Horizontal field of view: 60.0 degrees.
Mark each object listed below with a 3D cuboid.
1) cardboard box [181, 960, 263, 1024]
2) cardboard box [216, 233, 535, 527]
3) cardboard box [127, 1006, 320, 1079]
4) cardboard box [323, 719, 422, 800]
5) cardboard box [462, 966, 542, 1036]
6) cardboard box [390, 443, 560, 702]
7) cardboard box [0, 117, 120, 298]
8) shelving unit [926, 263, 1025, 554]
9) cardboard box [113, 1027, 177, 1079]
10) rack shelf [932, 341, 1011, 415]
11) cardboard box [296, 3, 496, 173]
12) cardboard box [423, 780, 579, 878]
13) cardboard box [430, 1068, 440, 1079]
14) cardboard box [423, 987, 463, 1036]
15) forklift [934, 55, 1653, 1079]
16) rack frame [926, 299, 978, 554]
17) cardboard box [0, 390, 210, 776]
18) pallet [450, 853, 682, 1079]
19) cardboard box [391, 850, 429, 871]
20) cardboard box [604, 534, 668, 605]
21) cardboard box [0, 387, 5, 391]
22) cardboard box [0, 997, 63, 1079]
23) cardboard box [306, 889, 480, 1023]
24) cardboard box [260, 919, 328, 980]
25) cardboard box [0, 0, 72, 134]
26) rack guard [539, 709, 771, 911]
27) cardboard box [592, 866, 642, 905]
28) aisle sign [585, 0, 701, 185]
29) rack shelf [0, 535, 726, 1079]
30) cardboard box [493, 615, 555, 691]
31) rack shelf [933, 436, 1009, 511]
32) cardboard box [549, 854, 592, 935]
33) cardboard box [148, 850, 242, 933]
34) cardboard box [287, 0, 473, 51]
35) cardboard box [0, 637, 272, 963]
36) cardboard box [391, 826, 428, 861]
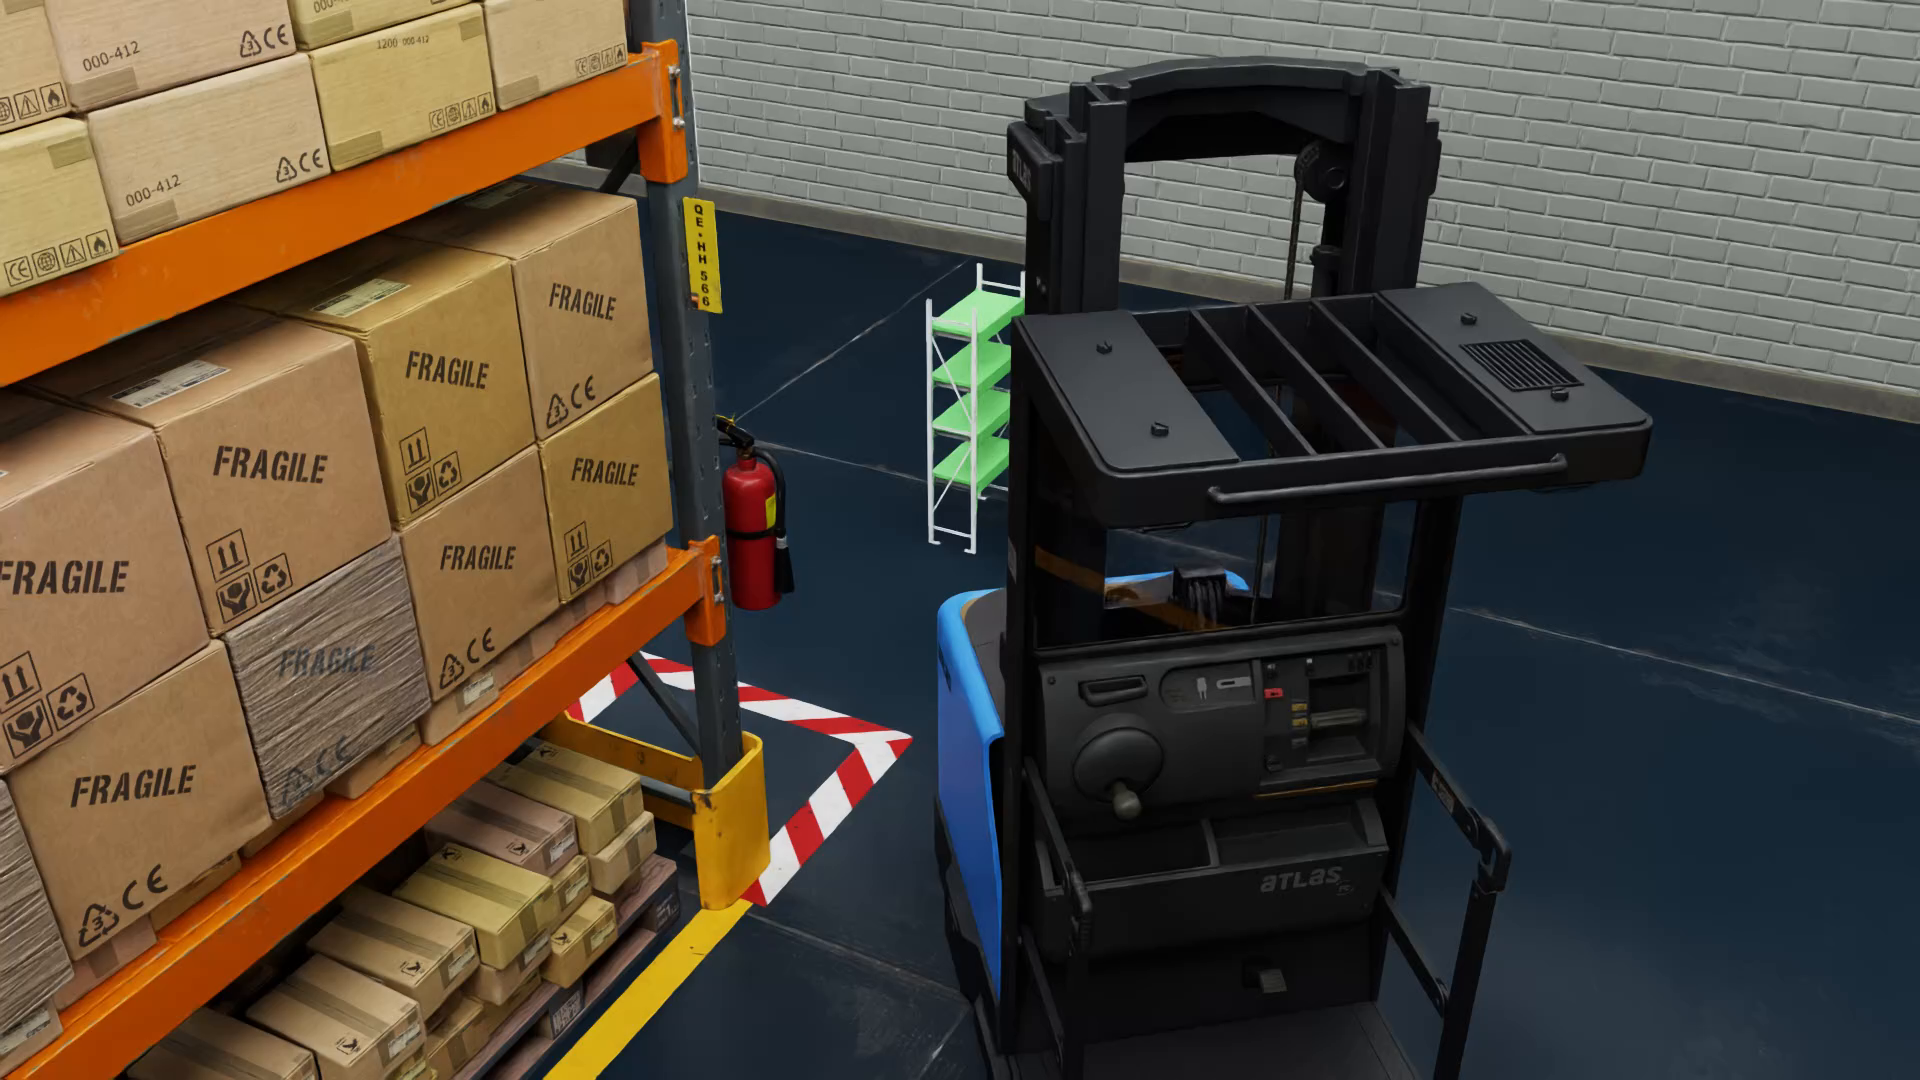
[{"bbox_3d":[-2.164,1.146,4.586,0.380,0.149,0.250,16,33,25],"label":"cardboard box"},{"bbox_3d":[-1.419,-0.409,4.047,0.500,0.500,0.500,13,32,22],"label":"cardboard box"},{"bbox_3d":[-1.853,1.367,4.201,0.380,0.149,0.250,13,32,22],"label":"cardboard box"},{"bbox_3d":[-1.588,0.476,4.162,0.380,0.149,0.250,13,32,21],"label":"cardboard box"},{"bbox_3d":[-1.480,1.283,4.946,0.380,0.149,0.250,14,33,23],"label":"cardboard box"},{"bbox_3d":[-1.416,0.026,4.294,0.500,0.500,0.500,14,33,22],"label":"cardboard box"},{"bbox_3d":[-1.862,-0.576,2.880,0.500,0.250,0.500,16,33,25],"label":"cardboard box"},{"bbox_3d":[0.075,-0.594,7.579,0.258,1.200,0.503,14,33,23],"label":"shelving unit"},{"bbox_3d":[-2.213,1.407,4.429,0.380,0.149,0.250,16,34,26],"label":"cardboard box"},{"bbox_3d":[0.075,-0.746,7.491,0.258,0.148,0.480,14,33,23],"label":"rack shelf"},{"bbox_3d":[-1.399,-1.033,3.675,0.500,0.250,0.500,14,33,23],"label":"cardboard box"},{"bbox_3d":[-1.383,0.900,5.015,0.380,0.149,0.250,15,33,24],"label":"cardboard box"},{"bbox_3d":[-1.641,1.522,4.528,0.380,0.149,0.250,13,32,21],"label":"cardboard box"},{"bbox_3d":[-1.637,1.264,4.680,0.380,0.149,0.250,14,33,23],"label":"cardboard box"},{"bbox_3d":[0.701,0.503,3.931,1.130,2.935,3.031,-6,30,-10],"label":"forklift"},{"bbox_3d":[-0.036,-0.486,7.391,0.240,1.200,0.015,14,33,23],"label":"rack frame"},{"bbox_3d":[-1.886,0.059,3.232,0.500,0.500,0.500,13,32,22],"label":"cardboard box"},{"bbox_3d":[-1.638,1.308,5.260,1.003,0.211,1.213,14,33,23],"label":"pallet"},{"bbox_3d":[-1.844,0.921,5.277,0.380,0.149,0.250,14,33,23],"label":"cardboard box"},{"bbox_3d":[-1.098,0.031,4.937,0.380,0.149,0.250,14,33,23],"label":"cardboard box"},{"bbox_3d":[-2.123,-0.303,3.863,0.500,0.500,0.500,14,33,22],"label":"cardboard box"},{"bbox_3d":[-2.047,0.949,3.337,0.380,0.149,0.250,16,33,25],"label":"cardboard box"},{"bbox_3d":[-1.562,1.144,4.590,0.380,0.149,0.250,13,32,21],"label":"cardboard box"},{"bbox_3d":[-2.090,1.139,4.897,0.380,0.149,0.250,15,33,25],"label":"cardboard box"},{"bbox_3d":[-1.893,-0.803,2.773,0.500,0.250,0.500,13,32,21],"label":"cardboard box"},{"bbox_3d":[-1.236,0.831,5.801,1.175,0.500,0.348,14,33,23],"label":"rack guard"},{"bbox_3d":[-1.256,1.048,5.354,0.380,0.149,0.250,15,33,24],"label":"cardboard box"},{"bbox_3d":[-0.901,-1.379,4.528,0.394,0.787,0.004,14,33,23],"label":"aisle sign"},{"bbox_3d":[-2.113,0.912,3.873,1.077,0.370,4.000,14,33,23],"label":"rack shelf"},{"bbox_3d":[-1.346,0.247,4.560,0.380,0.149,0.250,14,33,23],"label":"cardboard box"},{"bbox_3d":[0.075,-0.330,7.730,0.258,0.148,0.480,14,33,23],"label":"rack shelf"},{"bbox_3d":[-1.355,1.041,5.068,0.380,0.149,0.250,14,33,22],"label":"cardboard box"},{"bbox_3d":[-1.870,0.703,3.766,0.380,0.149,0.250,15,33,24],"label":"cardboard box"},{"bbox_3d":[-1.417,-1.251,3.552,0.500,0.250,0.500,13,32,22],"label":"cardboard box"},{"bbox_3d":[-1.875,0.471,3.518,0.500,0.500,0.500,16,34,26],"label":"cardboard box"},{"bbox_3d":[-1.761,0.814,5.164,0.380,0.149,0.250,15,33,24],"label":"cardboard box"}]
